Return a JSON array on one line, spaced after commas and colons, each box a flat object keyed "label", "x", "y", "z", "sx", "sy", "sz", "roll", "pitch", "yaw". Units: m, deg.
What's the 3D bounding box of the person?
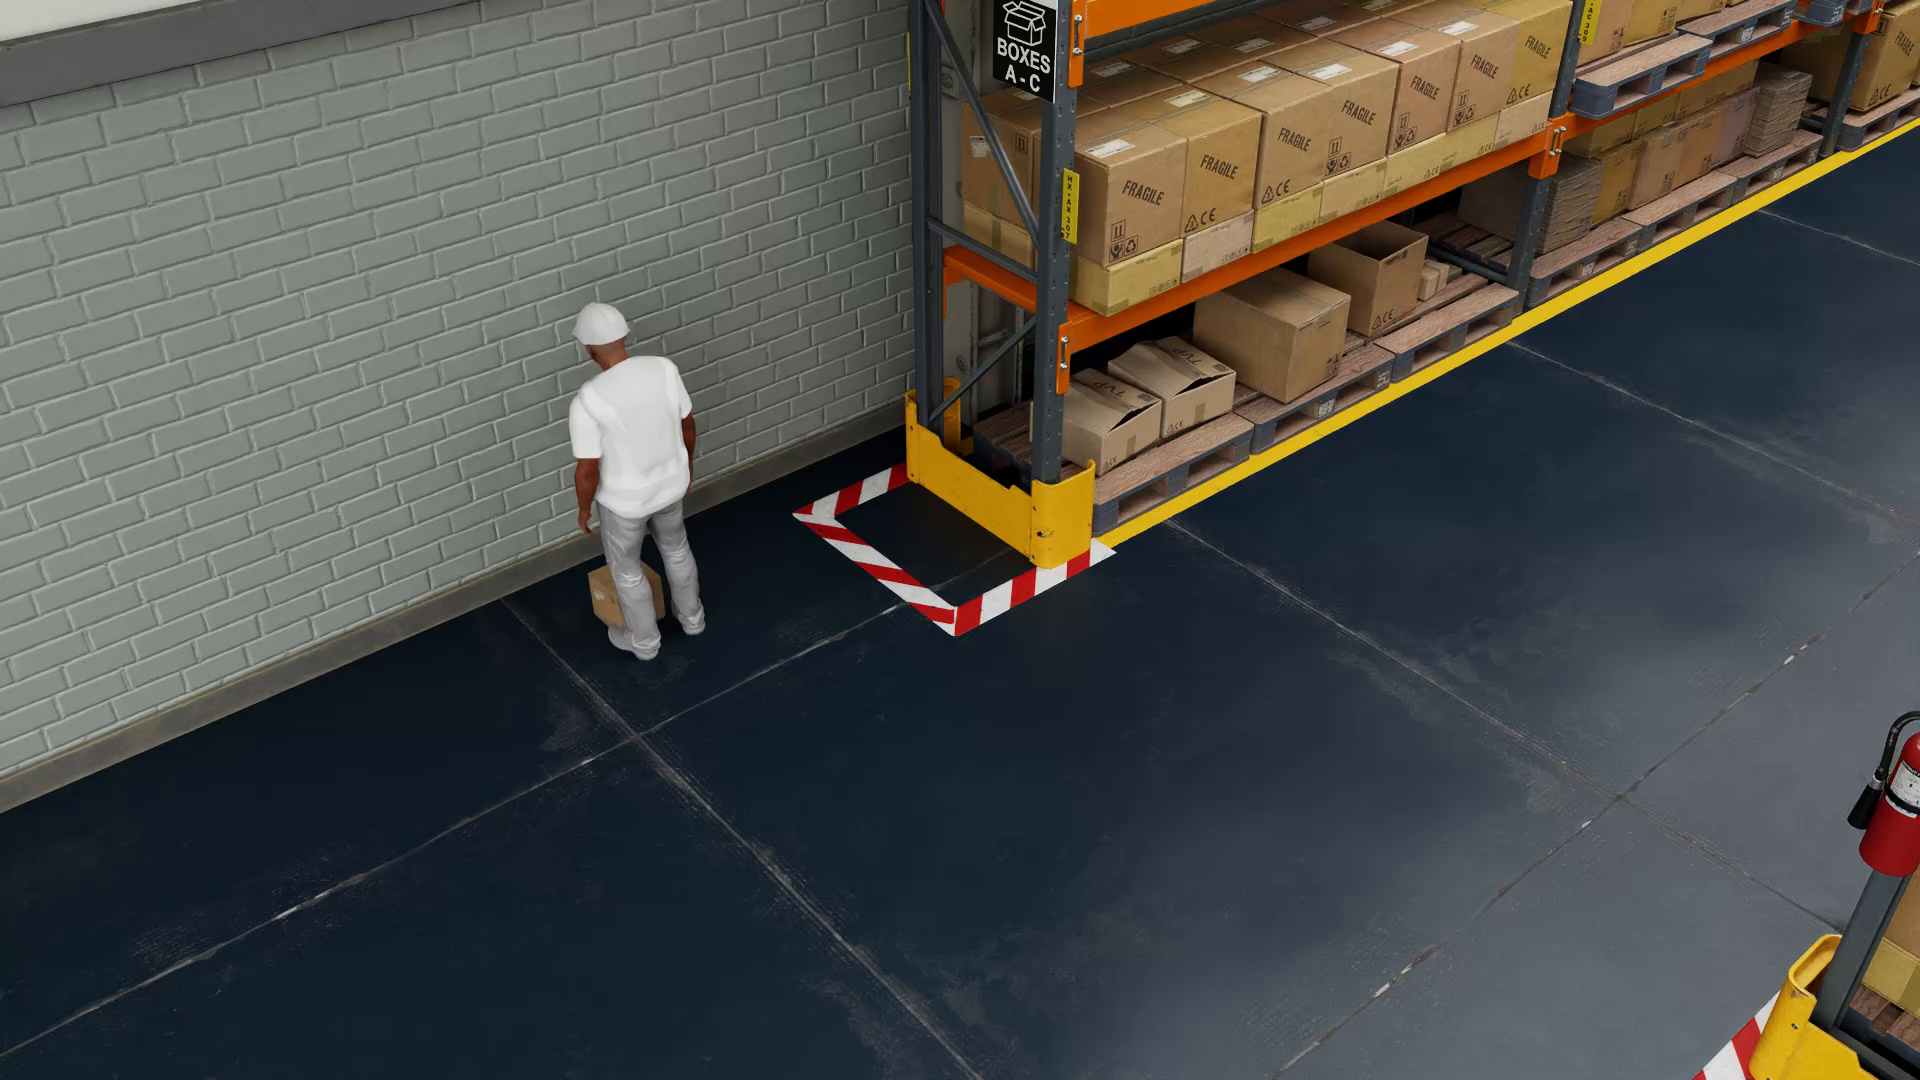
[{"label": "person", "x": -1.445, "y": -0.249, "z": 7.411, "sx": 0.623, "sy": 1.759, "sz": 0.462, "roll": -28, "pitch": 44, "yaw": -33}]
